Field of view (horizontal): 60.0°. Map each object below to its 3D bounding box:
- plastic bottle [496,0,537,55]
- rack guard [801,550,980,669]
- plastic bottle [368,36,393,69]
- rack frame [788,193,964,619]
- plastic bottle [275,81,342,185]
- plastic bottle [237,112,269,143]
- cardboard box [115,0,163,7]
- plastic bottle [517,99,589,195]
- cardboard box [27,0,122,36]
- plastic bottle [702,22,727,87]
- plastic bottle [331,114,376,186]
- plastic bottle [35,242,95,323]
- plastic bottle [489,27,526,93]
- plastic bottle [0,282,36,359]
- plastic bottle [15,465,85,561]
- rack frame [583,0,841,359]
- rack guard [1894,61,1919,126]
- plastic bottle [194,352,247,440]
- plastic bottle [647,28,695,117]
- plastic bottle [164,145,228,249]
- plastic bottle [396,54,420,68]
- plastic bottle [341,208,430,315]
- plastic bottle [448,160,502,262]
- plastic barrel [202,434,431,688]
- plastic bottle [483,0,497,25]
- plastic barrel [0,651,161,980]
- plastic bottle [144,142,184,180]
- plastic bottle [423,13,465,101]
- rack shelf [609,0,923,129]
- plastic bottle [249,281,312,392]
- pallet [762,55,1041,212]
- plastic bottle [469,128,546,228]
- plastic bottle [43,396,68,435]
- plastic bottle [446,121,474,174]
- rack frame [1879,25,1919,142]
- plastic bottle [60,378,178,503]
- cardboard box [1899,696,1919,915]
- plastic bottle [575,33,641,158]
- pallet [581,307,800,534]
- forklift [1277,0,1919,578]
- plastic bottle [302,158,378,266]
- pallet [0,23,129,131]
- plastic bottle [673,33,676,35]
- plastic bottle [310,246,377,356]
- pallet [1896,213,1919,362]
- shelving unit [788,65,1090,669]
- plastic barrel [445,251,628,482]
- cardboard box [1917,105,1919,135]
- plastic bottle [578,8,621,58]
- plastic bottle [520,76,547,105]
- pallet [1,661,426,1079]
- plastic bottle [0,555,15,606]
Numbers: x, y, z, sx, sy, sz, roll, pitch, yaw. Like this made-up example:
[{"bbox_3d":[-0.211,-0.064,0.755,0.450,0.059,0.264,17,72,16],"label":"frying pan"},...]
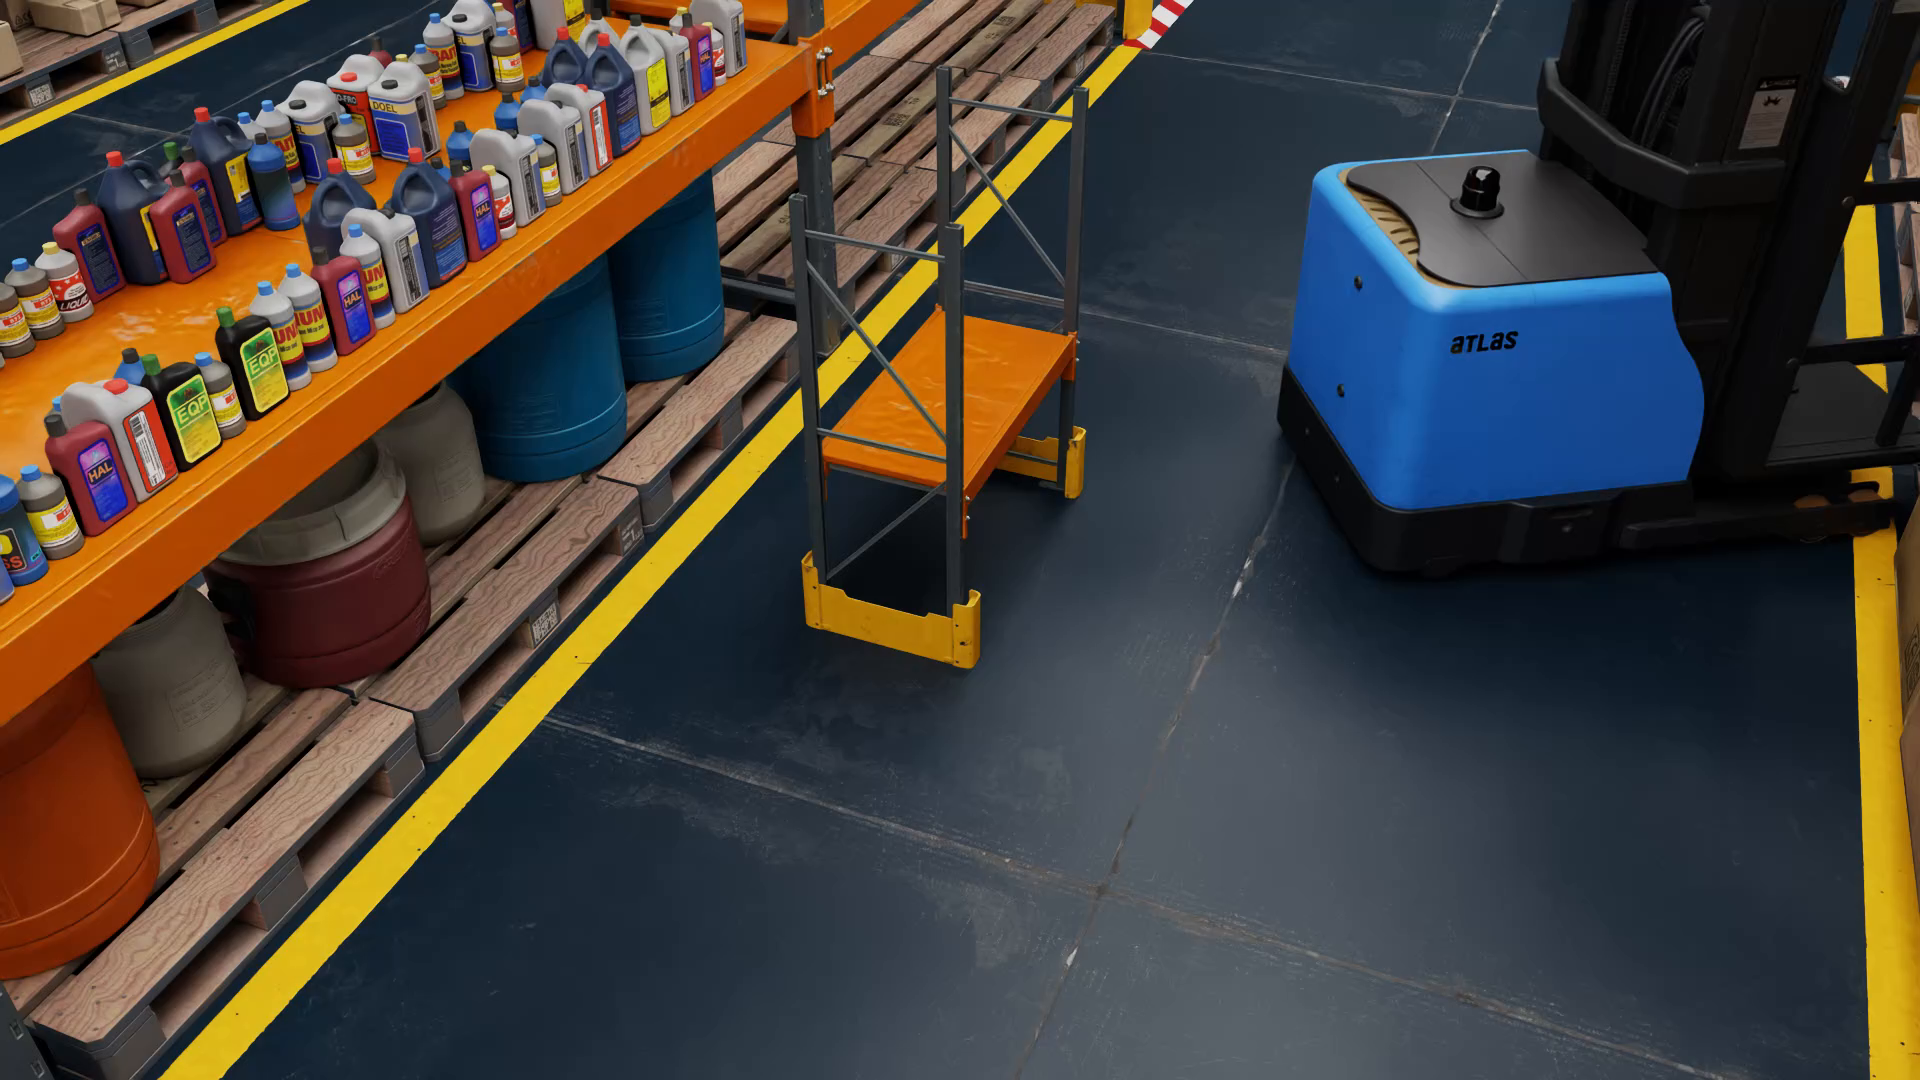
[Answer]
[{"bbox_3d":[-1.558,-1.856,5.825,0.061,0.283,0.133,14,39,18],"label":"plastic bottle"},{"bbox_3d":[-0.219,0.218,5.250,0.587,0.250,0.087,14,39,18],"label":"rack guard"},{"bbox_3d":[-1.845,-1.438,5.266,0.061,0.283,0.133,14,39,18],"label":"plastic bottle"},{"bbox_3d":[-0.226,-0.272,4.861,0.500,1.500,0.032,14,39,18],"label":"rack frame"},{"bbox_3d":[-1.942,-1.222,4.983,0.152,0.276,0.135,14,39,18],"label":"plastic bottle"},{"bbox_3d":[-2.049,-1.108,4.835,0.097,0.271,0.097,0,37,0],"label":"plastic bottle"},{"bbox_3d":[-4.843,-3.430,9.552,0.797,0.503,0.637,14,39,18],"label":"cardboard box"},{"bbox_3d":[-1.206,-1.185,4.933,0.152,0.276,0.135,14,39,18],"label":"plastic bottle"},{"bbox_3d":[-4.873,-2.918,9.148,0.380,0.166,0.250,14,39,18],"label":"cardboard box"},{"bbox_3d":[-0.843,-1.640,5.605,0.097,0.201,0.097,0,37,0],"label":"plastic bottle"},{"bbox_3d":[-1.820,-1.174,4.981,0.097,0.201,0.097,0,37,0],"label":"plastic bottle"},{"bbox_3d":[-2.328,-0.674,4.312,0.097,0.201,0.097,0,37,0],"label":"plastic bottle"},{"bbox_3d":[-1.518,-1.612,5.568,0.097,0.201,0.097,0,37,0],"label":"plastic bottle"},{"bbox_3d":[-2.402,-0.566,4.168,0.097,0.201,0.097,0,37,0],"label":"plastic bottle"},{"bbox_3d":[-1.925,-0.066,3.499,0.097,0.201,0.097,0,37,0],"label":"plastic bottle"},{"bbox_3d":[-0.973,-2.082,6.030,1.000,3.000,0.127,14,39,18],"label":"rack frame"},{"bbox_3d":[5.138,-2.181,8.250,1.175,0.500,0.348,14,39,18],"label":"rack guard"},{"bbox_3d":[-1.735,-0.342,3.868,0.097,0.201,0.097,0,37,0],"label":"plastic bottle"},{"bbox_3d":[-0.963,-1.538,5.406,0.152,0.276,0.135,14,39,18],"label":"plastic bottle"},{"bbox_3d":[-2.124,-0.937,4.596,0.061,0.283,0.133,14,39,18],"label":"plastic bottle"},{"bbox_3d":[-1.784,-1.465,5.370,0.097,0.201,0.097,0,37,0],"label":"plastic bottle"},{"bbox_3d":[-1.504,-0.752,4.354,0.152,0.276,0.135,14,39,18],"label":"plastic bottle"},{"bbox_3d":[-1.340,-0.921,4.574,0.061,0.283,0.133,14,39,18],"label":"plastic bottle"},{"bbox_3d":[-1.895,0.030,4.868,0.600,0.588,0.708,14,39,18],"label":"plastic barrel"},{"bbox_3d":[-1.622,-1.729,5.665,0.097,0.271,0.097,0,37,0],"label":"plastic bottle"},{"bbox_3d":[-2.325,0.559,3.959,0.600,0.830,0.708,14,39,18],"label":"plastic barrel"},{"bbox_3d":[-2.180,-0.951,4.614,0.061,0.283,0.133,14,39,18],"label":"plastic bottle"},{"bbox_3d":[-1.710,-1.601,5.493,0.097,0.271,0.097,0,37,0],"label":"plastic bottle"},{"bbox_3d":[-0.212,-2.901,7.727,1.077,0.370,4.000,14,39,18],"label":"rack shelf"},{"bbox_3d":[-1.648,-0.498,4.018,0.097,0.271,0.097,0,37,0],"label":"plastic bottle"},{"bbox_3d":[-0.267,-2.059,8.328,1.003,0.211,1.213,14,39,18],"label":"pallet"},{"bbox_3d":[-1.295,-1.056,4.761,0.152,0.276,0.135,14,39,18],"label":"plastic bottle"},{"bbox_3d":[-1.978,-0.228,3.716,0.097,0.201,0.097,0,37,0],"label":"plastic bottle"},{"bbox_3d":[-1.417,-1.073,4.787,0.097,0.271,0.097,0,37,0],"label":"plastic bottle"},{"bbox_3d":[5.129,-3.169,7.484,1.000,3.000,0.127,14,39,18],"label":"rack frame"},{"bbox_3d":[-1.856,-0.240,3.669,0.152,0.276,0.135,14,39,18],"label":"plastic bottle"},{"bbox_3d":[3.043,0.583,3.889,1.225,0.875,0.875,13,39,16],"label":"cardboard box"},{"bbox_3d":[-1.091,-1.377,5.128,0.144,0.351,0.185,14,39,18],"label":"plastic bottle"},{"bbox_3d":[-1.305,-0.548,6.306,1.003,0.211,1.213,14,39,18],"label":"pallet"},{"bbox_3d":[2.754,-1.470,5.268,3.031,2.935,1.130,-6,37,-8],"label":"forklift"},{"bbox_3d":[-1.631,-0.829,4.395,0.144,0.351,0.185,14,39,18],"label":"plastic bottle"},{"bbox_3d":[-5.290,-2.476,8.886,1.003,0.211,1.213,14,39,18],"label":"pallet"},{"bbox_3d":[-0.950,-1.580,5.525,0.097,0.201,0.097,0,37,0],"label":"plastic bottle"},{"bbox_3d":[-1.550,-0.616,4.166,0.061,0.283,0.133,14,39,18],"label":"plastic bottle"},{"bbox_3d":[4.432,-0.918,6.802,1.003,0.211,1.213,14,39,18],"label":"pallet"},{"bbox_3d":[-0.029,-0.559,5.245,0.587,1.500,1.083,14,39,18],"label":"shelving unit"},{"bbox_3d":[-1.465,-0.721,5.610,0.600,0.901,0.708,14,39,18],"label":"plastic barrel"},{"bbox_3d":[4.960,-2.113,7.496,0.875,0.875,0.875,14,39,18],"label":"cardboard box"},{"bbox_3d":[-1.154,-1.512,5.308,0.144,0.351,0.185,14,39,18],"label":"plastic bottle"},{"bbox_3d":[-1.278,-1.275,5.058,0.097,0.271,0.097,0,37,0],"label":"plastic bottle"},{"bbox_3d":[-2.234,0.803,4.499,1.003,0.211,1.213,14,39,18],"label":"pallet"},{"bbox_3d":[-2.032,0.016,3.327,0.152,0.276,0.135,14,39,18],"label":"plastic bottle"}]
